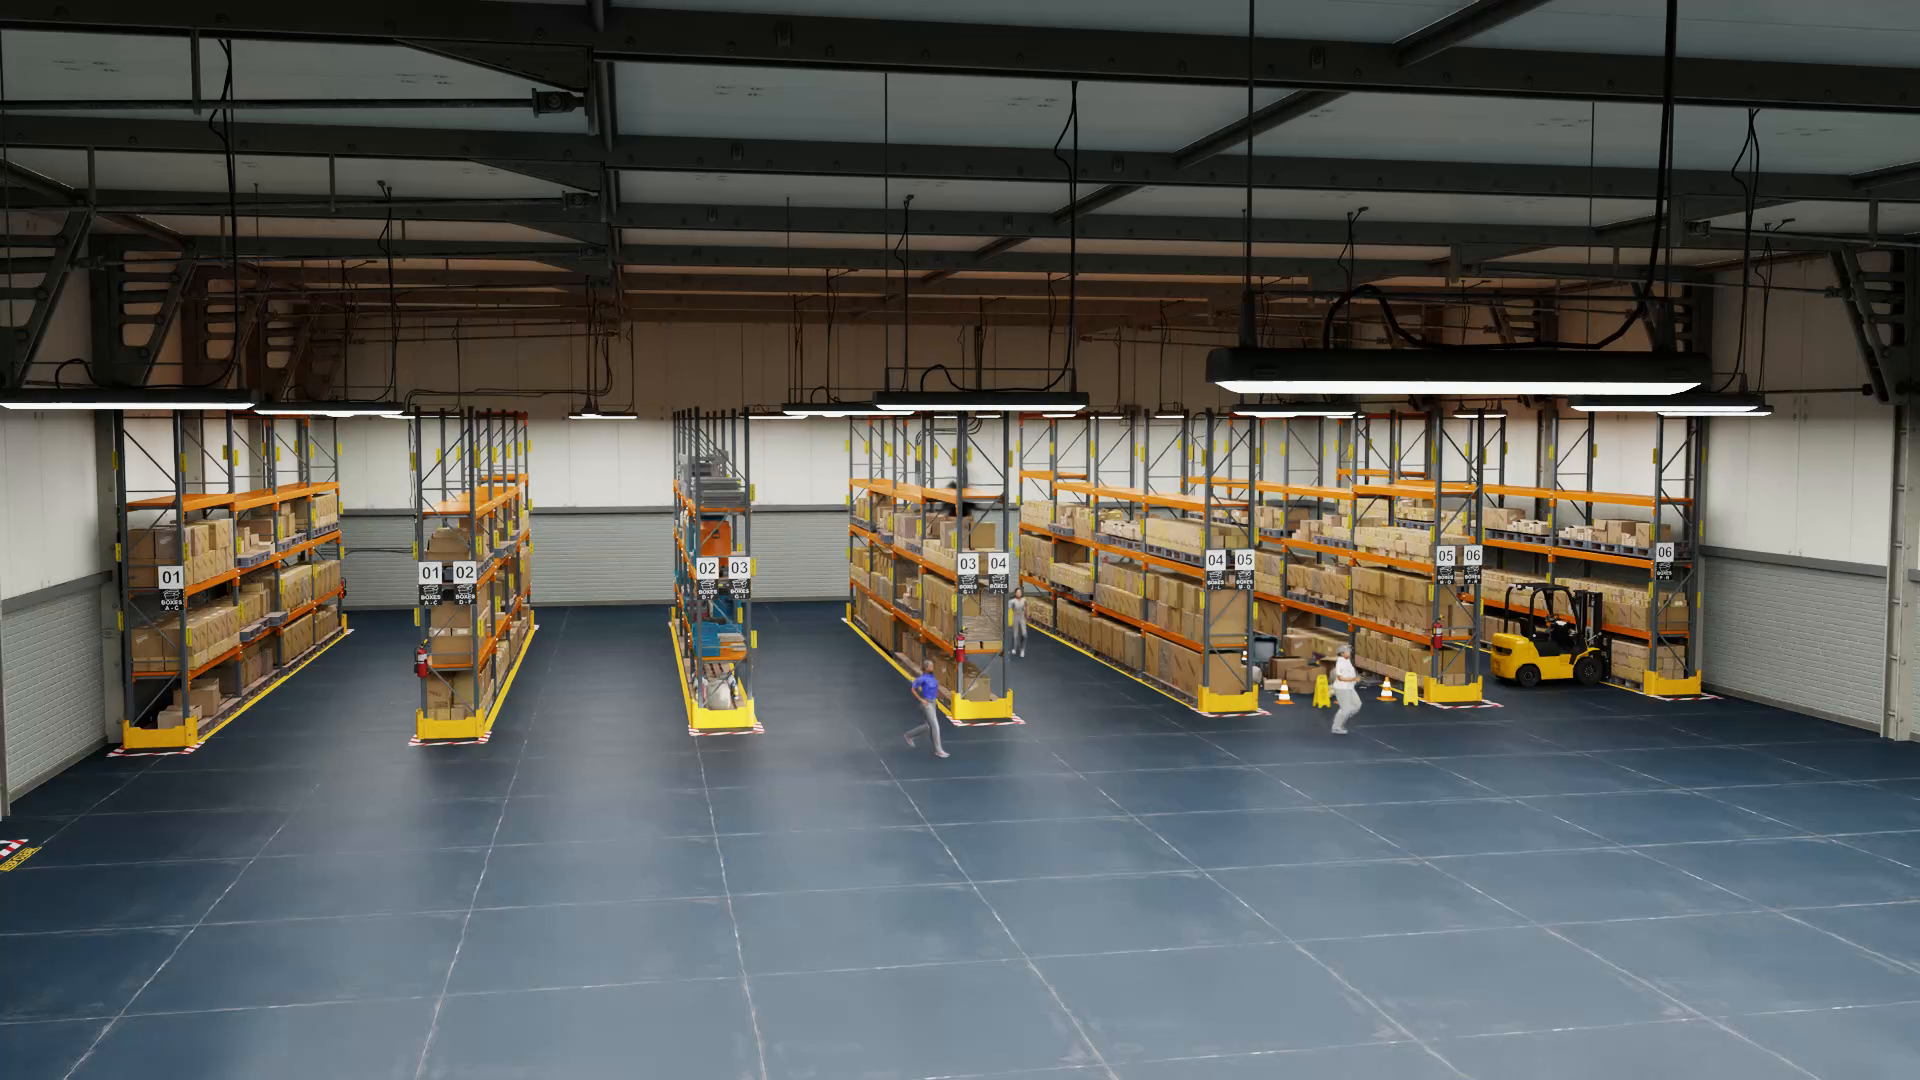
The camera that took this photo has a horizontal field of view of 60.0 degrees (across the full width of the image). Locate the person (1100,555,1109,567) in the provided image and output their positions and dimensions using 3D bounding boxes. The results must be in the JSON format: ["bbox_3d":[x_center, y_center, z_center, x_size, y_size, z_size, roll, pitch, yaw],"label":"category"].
[{"bbox_3d":[4.324,1.314,50.158,0.705,1.732,0.630,-1,4,-18],"label":"person"}]

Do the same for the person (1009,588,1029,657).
[{"bbox_3d":[1.443,2.019,40.622,0.580,1.719,0.715,-1,4,-14],"label":"person"}]

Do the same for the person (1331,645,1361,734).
[{"bbox_3d":[7.102,2.742,30.456,0.565,1.620,0.592,2,5,27],"label":"person"}]

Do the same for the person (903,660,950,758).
[{"bbox_3d":[-0.585,2.880,28.515,0.892,1.663,0.561,2,4,21],"label":"person"}]
